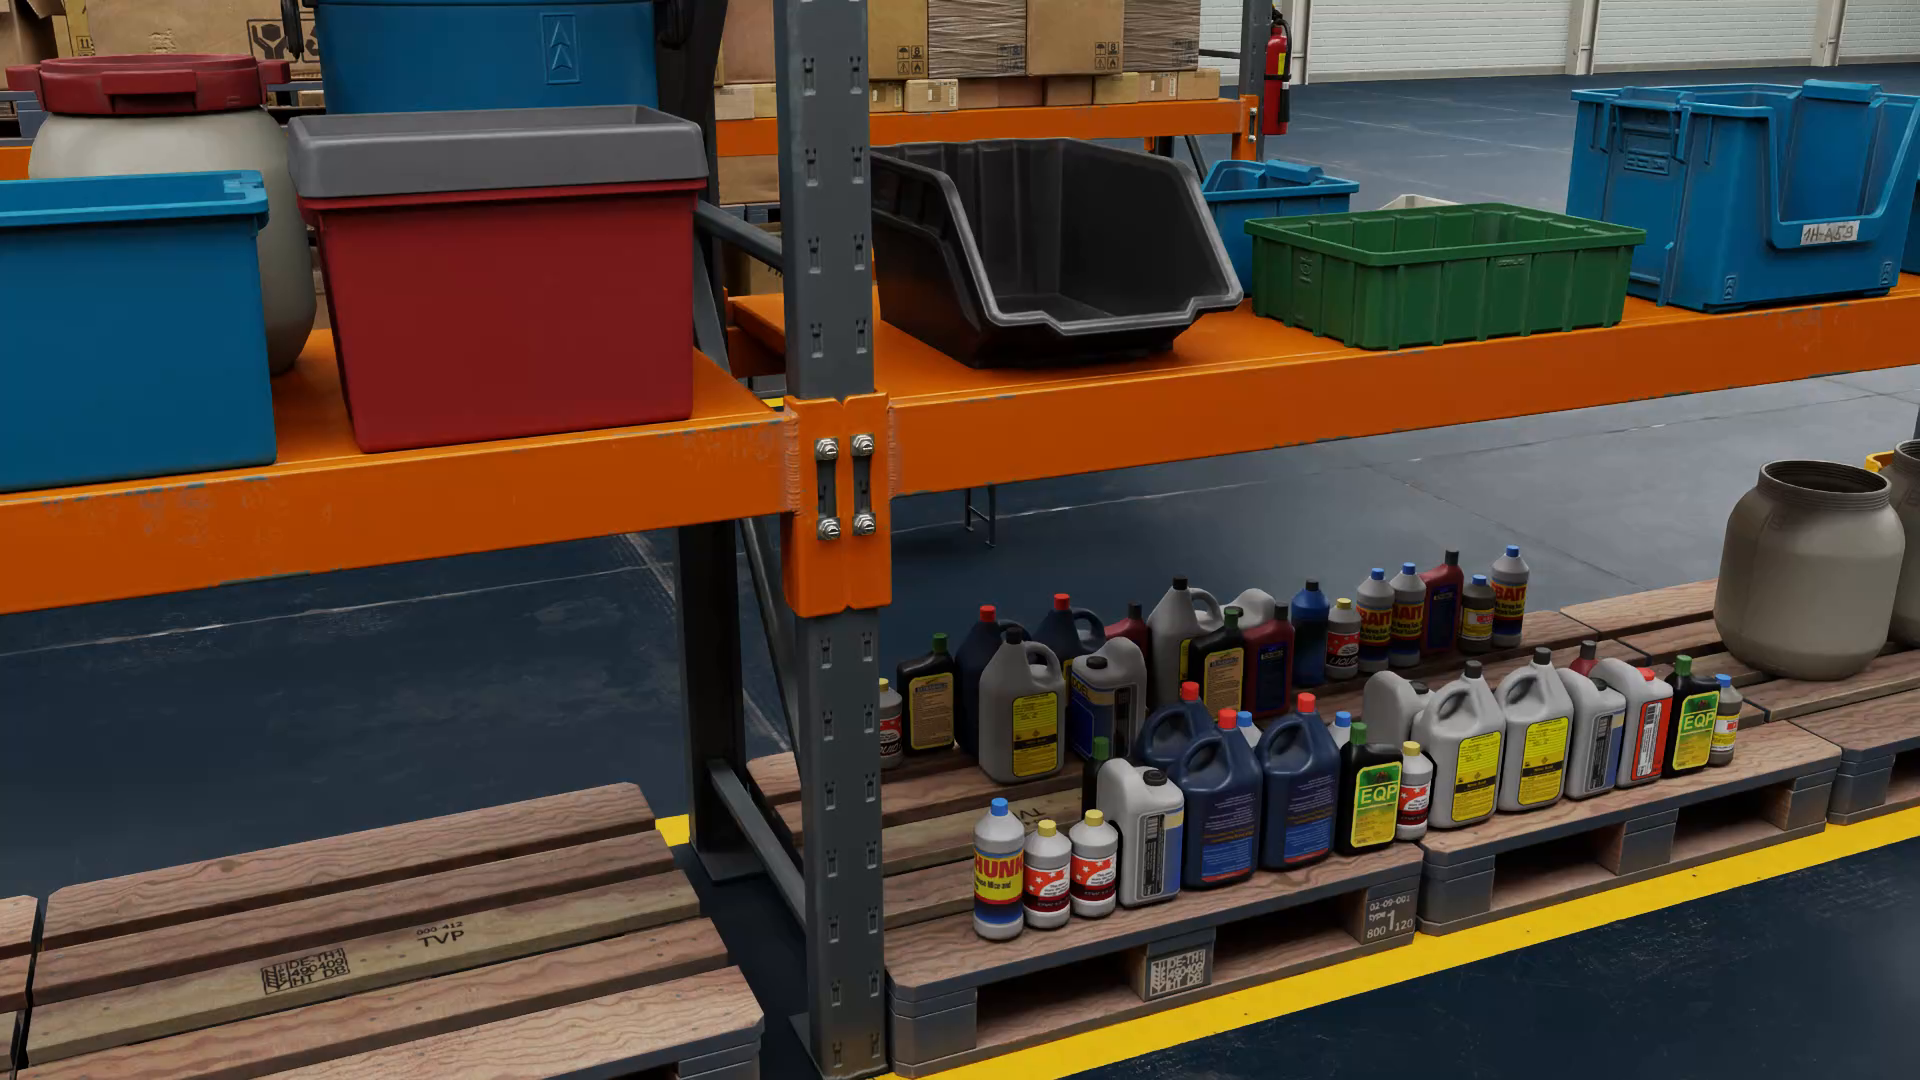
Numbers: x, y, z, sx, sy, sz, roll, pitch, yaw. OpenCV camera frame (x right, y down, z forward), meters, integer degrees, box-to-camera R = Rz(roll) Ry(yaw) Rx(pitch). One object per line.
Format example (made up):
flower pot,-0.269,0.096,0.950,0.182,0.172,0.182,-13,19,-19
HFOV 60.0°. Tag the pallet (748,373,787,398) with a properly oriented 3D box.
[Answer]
pallet,-0.629,-1.005,8.559,1.213,0.211,1.003,-8,21,-22

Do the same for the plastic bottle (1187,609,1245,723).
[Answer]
plastic bottle,0.622,0.312,4.047,0.133,0.283,0.061,-8,21,-22

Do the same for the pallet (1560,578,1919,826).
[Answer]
pallet,2.482,0.369,4.655,1.213,0.211,1.003,-8,21,-22

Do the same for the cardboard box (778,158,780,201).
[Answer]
cardboard box,-1.149,-3.198,13.156,0.875,0.875,0.875,-8,21,-22

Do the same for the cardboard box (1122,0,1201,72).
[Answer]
cardboard box,0.803,-2.709,8.602,0.500,0.500,0.875,-8,21,-22

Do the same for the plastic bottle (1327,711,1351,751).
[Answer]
plastic bottle,0.807,0.495,3.546,0.097,0.271,0.097,0,19,0

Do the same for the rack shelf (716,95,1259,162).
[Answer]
rack shelf,-0.517,-1.983,8.222,4.000,0.370,1.077,-8,21,-22

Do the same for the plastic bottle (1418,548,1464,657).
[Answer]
plastic bottle,1.278,0.166,4.462,0.133,0.283,0.061,-8,21,-21

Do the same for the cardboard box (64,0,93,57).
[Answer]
cardboard box,-5.527,-3.350,10.868,0.500,0.500,0.500,-8,21,-21

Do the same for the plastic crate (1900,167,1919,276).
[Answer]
plastic crate,2.341,-0.765,3.901,0.408,0.251,0.499,-8,21,-22

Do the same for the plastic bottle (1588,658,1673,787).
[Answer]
plastic bottle,1.526,0.402,3.803,0.135,0.276,0.152,-8,21,-22

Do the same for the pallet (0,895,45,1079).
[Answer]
pallet,-2.219,1.043,2.742,1.213,0.211,1.003,-8,21,-22

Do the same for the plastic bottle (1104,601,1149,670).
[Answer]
plastic bottle,0.395,0.292,4.103,0.133,0.283,0.061,-7,20,-18

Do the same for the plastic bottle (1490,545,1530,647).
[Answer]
plastic bottle,1.493,0.147,4.533,0.097,0.271,0.097,0,19,0

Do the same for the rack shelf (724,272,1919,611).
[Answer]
rack shelf,1.445,-0.473,3.932,4.000,0.370,1.077,-8,21,-22

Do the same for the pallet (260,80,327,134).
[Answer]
pallet,-3.113,-1.913,7.228,1.213,0.211,1.003,-8,21,-22

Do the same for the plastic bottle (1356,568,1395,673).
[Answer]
plastic bottle,1.086,0.206,4.367,0.097,0.271,0.097,0,19,0

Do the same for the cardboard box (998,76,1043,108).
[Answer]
cardboard box,0.219,-2.237,8.238,0.250,0.149,0.380,-8,21,-22

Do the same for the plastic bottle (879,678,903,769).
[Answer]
plastic bottle,-0.182,0.420,3.863,0.097,0.201,0.097,0,19,0

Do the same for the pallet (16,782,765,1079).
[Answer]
pallet,-1.098,0.881,3.202,1.213,0.211,1.003,-8,21,-22

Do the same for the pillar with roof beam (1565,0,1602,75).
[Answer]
pillar with roof beam,12.661,-11.189,24.251,0.400,9.000,9.100,-8,21,-22

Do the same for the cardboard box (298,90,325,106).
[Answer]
cardboard box,-5.546,-3.721,14.697,0.500,0.500,0.500,-8,21,-22

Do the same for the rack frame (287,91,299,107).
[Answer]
rack frame,-8.249,-6.595,20.236,0.127,3.000,1.000,-8,21,-22

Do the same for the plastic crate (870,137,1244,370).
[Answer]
plastic crate,0.139,-0.550,3.161,0.504,0.338,0.767,-8,21,-22

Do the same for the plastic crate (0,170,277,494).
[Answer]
plastic crate,-1.281,-0.302,2.387,0.575,0.384,0.392,-8,21,-22

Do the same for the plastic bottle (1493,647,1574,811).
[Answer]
plastic bottle,1.248,0.408,3.673,0.185,0.351,0.144,-7,21,-20

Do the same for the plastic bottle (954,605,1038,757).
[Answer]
plastic bottle,0.085,0.320,3.923,0.185,0.351,0.144,-9,21,-23

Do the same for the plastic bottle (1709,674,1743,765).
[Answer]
plastic bottle,1.768,0.412,3.886,0.097,0.201,0.097,0,19,0

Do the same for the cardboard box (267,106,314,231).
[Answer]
cardboard box,-4.760,-2.613,11.683,0.750,0.750,1.050,-8,21,-22

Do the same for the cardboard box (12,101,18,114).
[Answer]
cardboard box,-10.746,-5.313,19.538,0.625,0.625,0.875,-7,21,-20

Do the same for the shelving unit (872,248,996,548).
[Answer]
shelving unit,-0.152,-0.544,5.761,0.503,1.200,0.258,-8,21,-22

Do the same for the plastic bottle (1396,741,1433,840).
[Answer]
plastic bottle,0.956,0.529,3.555,0.097,0.201,0.097,0,19,0

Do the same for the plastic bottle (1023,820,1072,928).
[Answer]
plastic bottle,0.168,0.641,3.235,0.097,0.201,0.097,0,19,0

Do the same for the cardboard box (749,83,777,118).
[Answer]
cardboard box,-0.899,-2.050,7.705,0.250,0.149,0.380,-8,21,-22

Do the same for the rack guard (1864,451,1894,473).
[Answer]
rack guard,3.230,0.128,4.906,0.348,0.500,1.175,-8,21,-22

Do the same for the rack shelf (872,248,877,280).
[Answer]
rack shelf,-0.152,-0.915,5.630,0.480,0.148,0.258,-8,21,-22

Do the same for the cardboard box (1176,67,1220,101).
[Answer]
cardboard box,1.139,-2.367,8.606,0.250,0.149,0.380,-8,21,-22

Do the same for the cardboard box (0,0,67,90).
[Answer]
cardboard box,-3.909,-2.050,6.541,0.637,0.503,0.797,-6,20,-16

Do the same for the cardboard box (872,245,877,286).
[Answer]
cardboard box,-0.378,-1.362,8.506,0.500,0.500,0.500,-6,20,-17

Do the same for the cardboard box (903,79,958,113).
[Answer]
cardboard box,-0.196,-2.138,7.955,0.250,0.149,0.380,-8,21,-22

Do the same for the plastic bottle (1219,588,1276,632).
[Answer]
plastic bottle,0.709,0.267,4.185,0.135,0.276,0.152,-8,21,-21

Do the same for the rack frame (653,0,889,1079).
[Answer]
rack frame,-0.392,-0.549,3.066,0.127,3.000,1.000,-8,21,-22

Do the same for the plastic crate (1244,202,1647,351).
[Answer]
plastic crate,0.966,-0.542,3.363,0.662,0.188,0.450,-8,21,-22

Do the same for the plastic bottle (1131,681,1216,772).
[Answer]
plastic bottle,0.457,0.469,3.500,0.185,0.351,0.144,-8,21,-22

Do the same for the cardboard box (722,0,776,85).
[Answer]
cardboard box,-1.024,-2.439,7.834,0.500,0.500,0.875,-8,21,-22

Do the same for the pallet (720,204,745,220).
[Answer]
pallet,-2.374,-2.508,12.828,1.213,0.211,1.003,-8,21,-22

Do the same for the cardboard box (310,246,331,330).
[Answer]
cardboard box,-2.926,-1.014,7.487,0.500,0.500,0.700,-10,22,-26

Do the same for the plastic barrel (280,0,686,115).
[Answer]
plastic barrel,-0.867,-0.827,3.100,0.708,0.901,0.600,-8,21,-22

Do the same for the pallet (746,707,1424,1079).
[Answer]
pallet,0.241,0.690,3.744,1.213,0.211,1.003,-8,21,-22

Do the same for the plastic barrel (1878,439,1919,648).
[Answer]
plastic barrel,2.707,0.010,4.591,0.421,0.512,0.421,0,19,0

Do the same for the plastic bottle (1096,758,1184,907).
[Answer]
plastic bottle,0.360,0.569,3.329,0.135,0.276,0.152,-7,21,-20

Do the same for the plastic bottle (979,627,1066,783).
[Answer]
plastic bottle,0.142,0.364,3.798,0.185,0.351,0.144,-8,21,-22

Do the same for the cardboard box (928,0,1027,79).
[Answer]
cardboard box,-0.085,-2.554,8.162,0.500,0.500,0.875,-8,21,-22

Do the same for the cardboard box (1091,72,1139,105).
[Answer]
cardboard box,0.700,-2.286,8.375,0.250,0.149,0.380,-8,21,-22

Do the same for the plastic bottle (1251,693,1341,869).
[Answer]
plastic bottle,0.687,0.488,3.445,0.185,0.351,0.144,-9,21,-24

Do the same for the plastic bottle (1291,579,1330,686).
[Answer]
plastic bottle,0.900,0.232,4.291,0.097,0.271,0.097,0,19,0
